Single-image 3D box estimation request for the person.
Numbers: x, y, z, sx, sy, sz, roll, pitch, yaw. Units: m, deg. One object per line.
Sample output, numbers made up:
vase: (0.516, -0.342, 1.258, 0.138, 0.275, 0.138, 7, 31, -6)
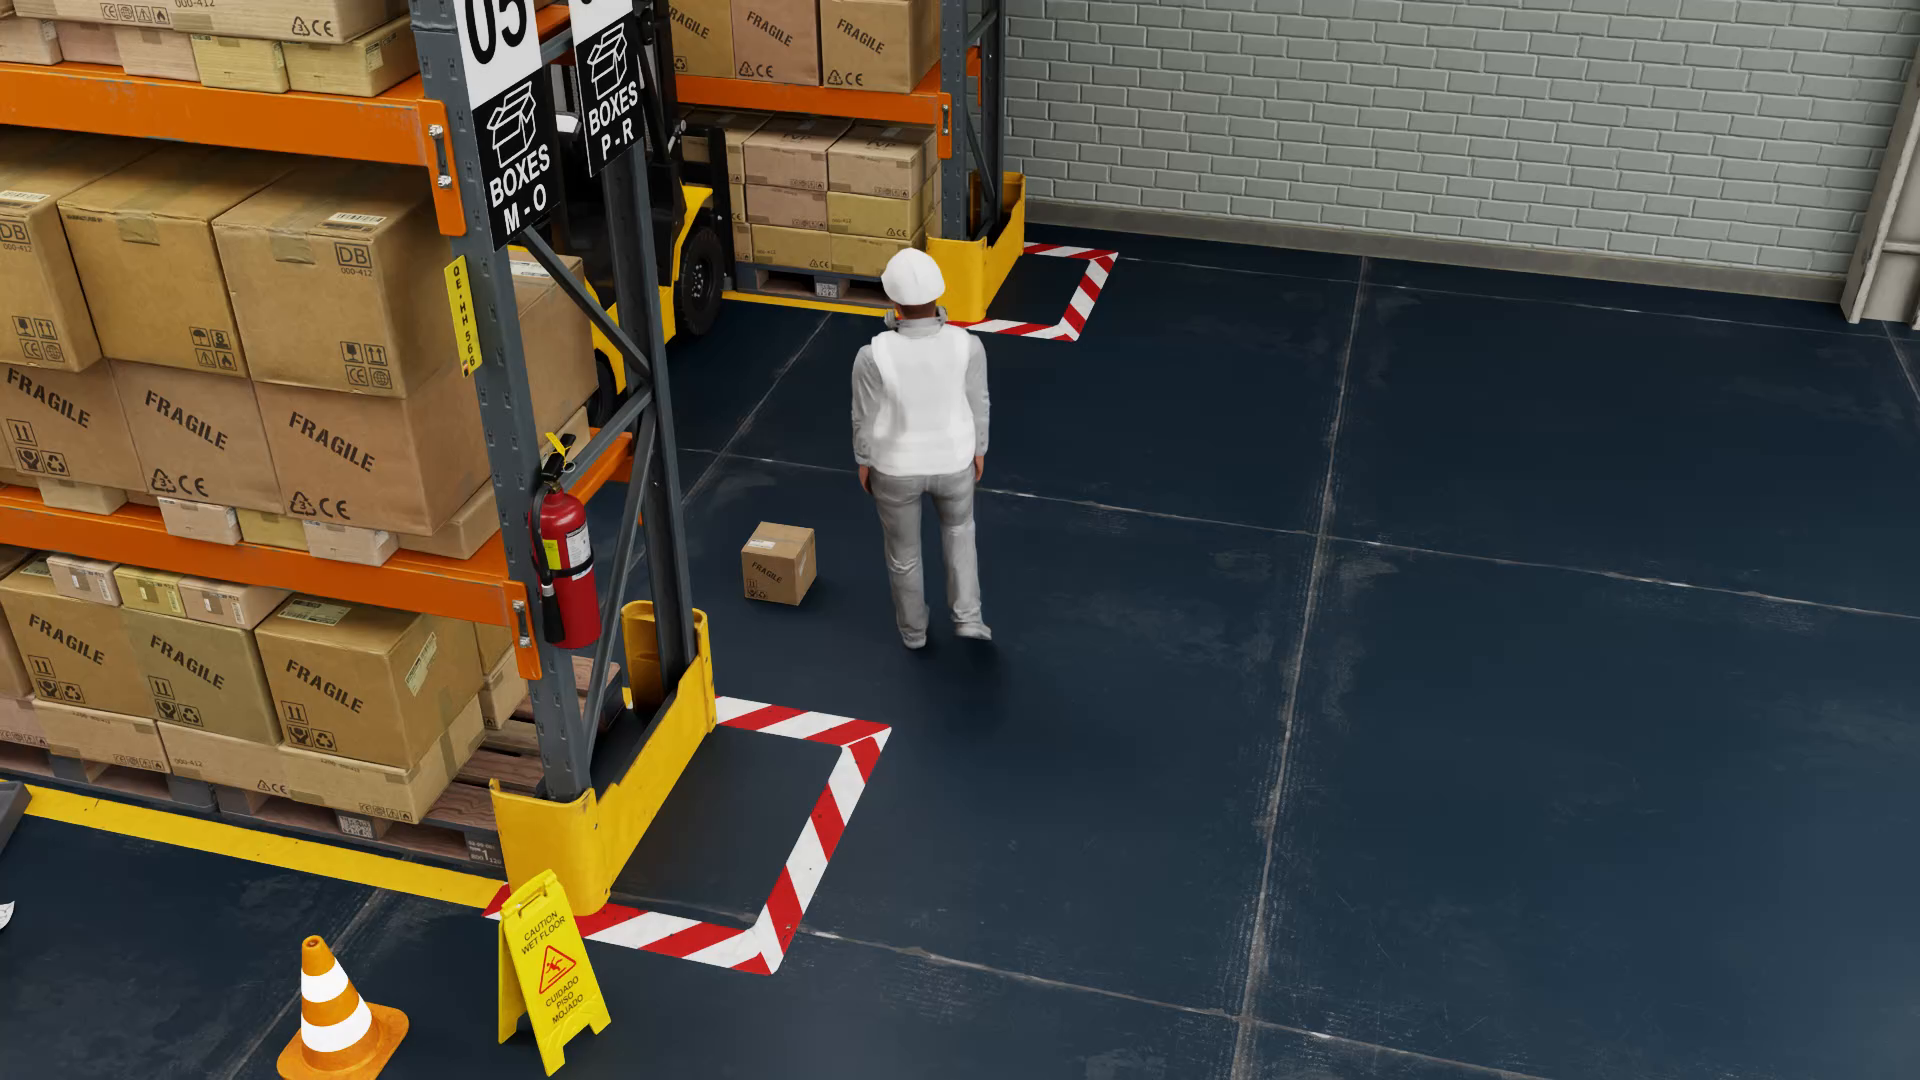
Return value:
person: (-0.156, -0.321, 6.631, 0.558, 1.812, 0.425, -6, 33, -9)
